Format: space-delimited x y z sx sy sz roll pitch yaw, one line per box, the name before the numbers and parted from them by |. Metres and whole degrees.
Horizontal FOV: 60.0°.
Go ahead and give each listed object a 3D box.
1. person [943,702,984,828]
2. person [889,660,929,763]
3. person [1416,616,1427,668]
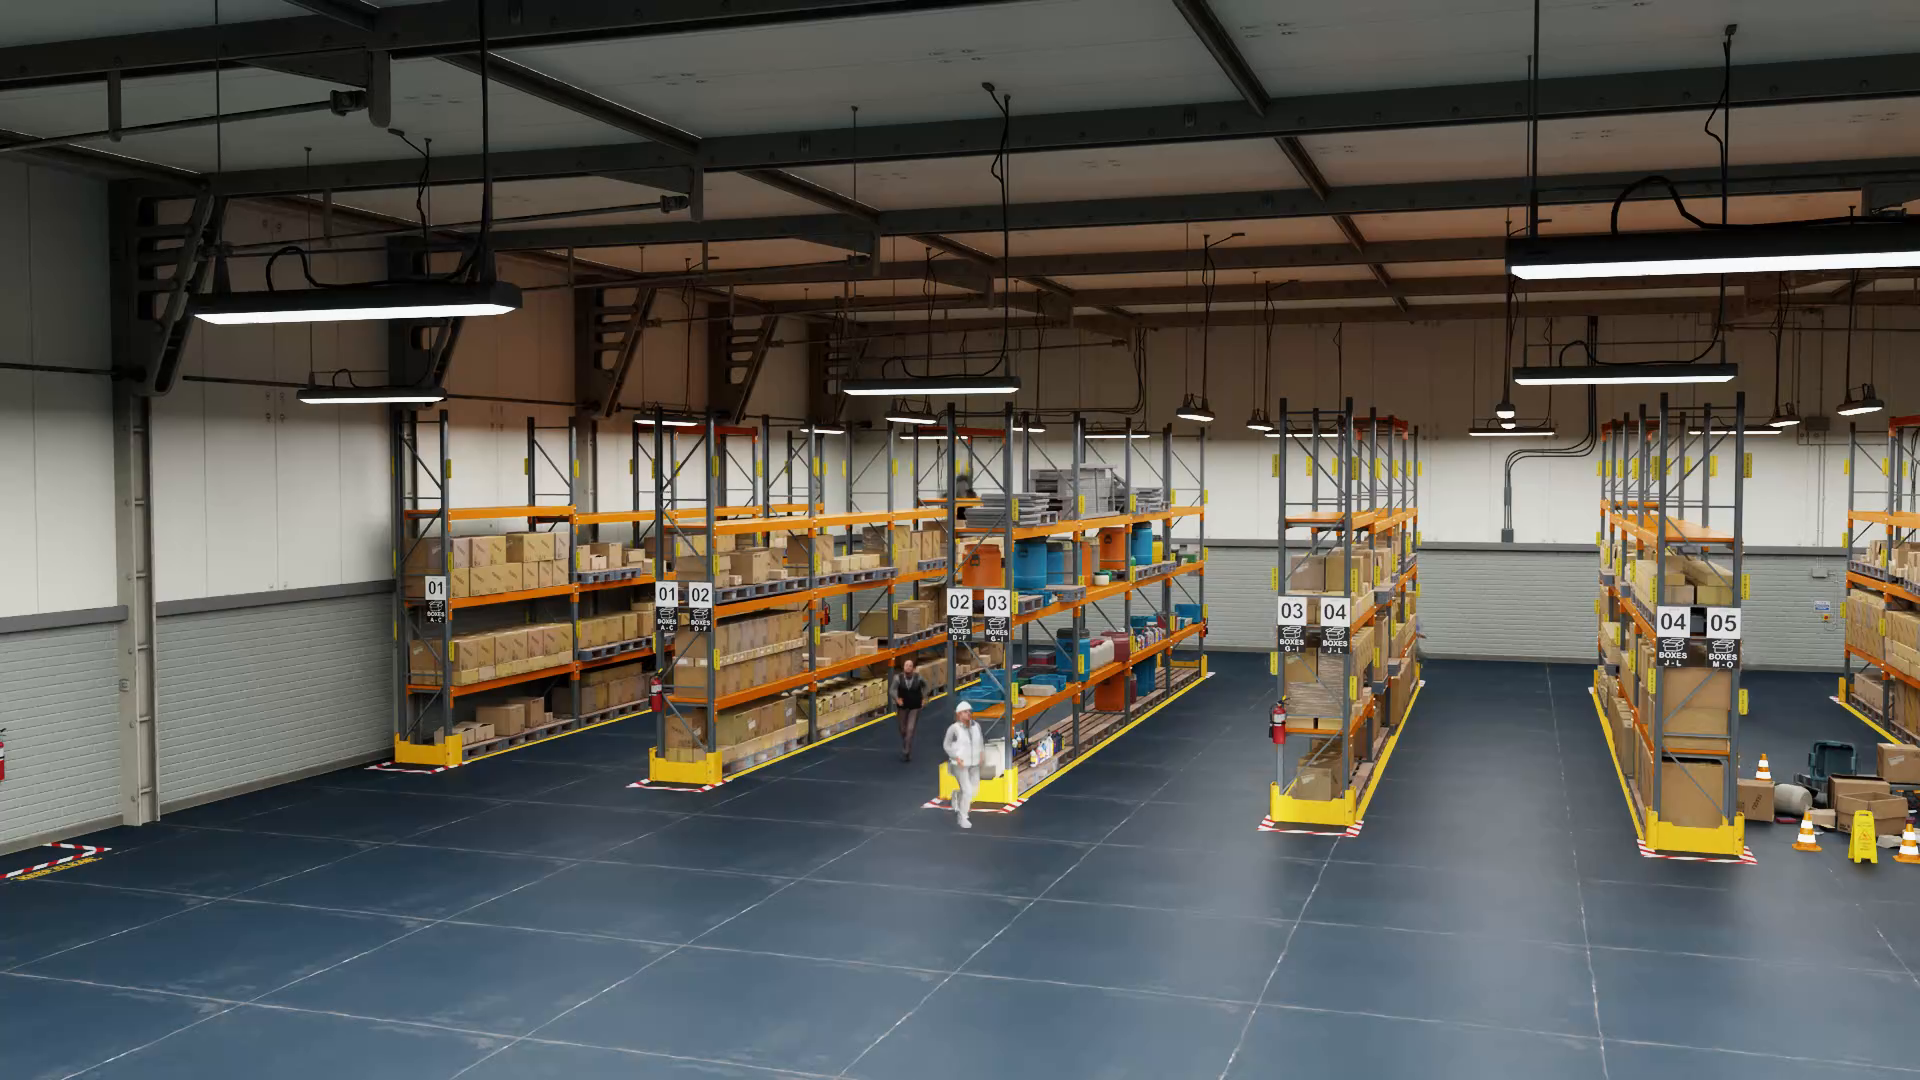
person | 0.039 3.137 23.412 0.669 1.752 0.652 -2 3 -32
person | -0.883 2.923 28.733 0.683 1.715 0.948 0 2 2
person | 10.773 2.517 39.499 0.605 1.695 0.646 1 3 27
